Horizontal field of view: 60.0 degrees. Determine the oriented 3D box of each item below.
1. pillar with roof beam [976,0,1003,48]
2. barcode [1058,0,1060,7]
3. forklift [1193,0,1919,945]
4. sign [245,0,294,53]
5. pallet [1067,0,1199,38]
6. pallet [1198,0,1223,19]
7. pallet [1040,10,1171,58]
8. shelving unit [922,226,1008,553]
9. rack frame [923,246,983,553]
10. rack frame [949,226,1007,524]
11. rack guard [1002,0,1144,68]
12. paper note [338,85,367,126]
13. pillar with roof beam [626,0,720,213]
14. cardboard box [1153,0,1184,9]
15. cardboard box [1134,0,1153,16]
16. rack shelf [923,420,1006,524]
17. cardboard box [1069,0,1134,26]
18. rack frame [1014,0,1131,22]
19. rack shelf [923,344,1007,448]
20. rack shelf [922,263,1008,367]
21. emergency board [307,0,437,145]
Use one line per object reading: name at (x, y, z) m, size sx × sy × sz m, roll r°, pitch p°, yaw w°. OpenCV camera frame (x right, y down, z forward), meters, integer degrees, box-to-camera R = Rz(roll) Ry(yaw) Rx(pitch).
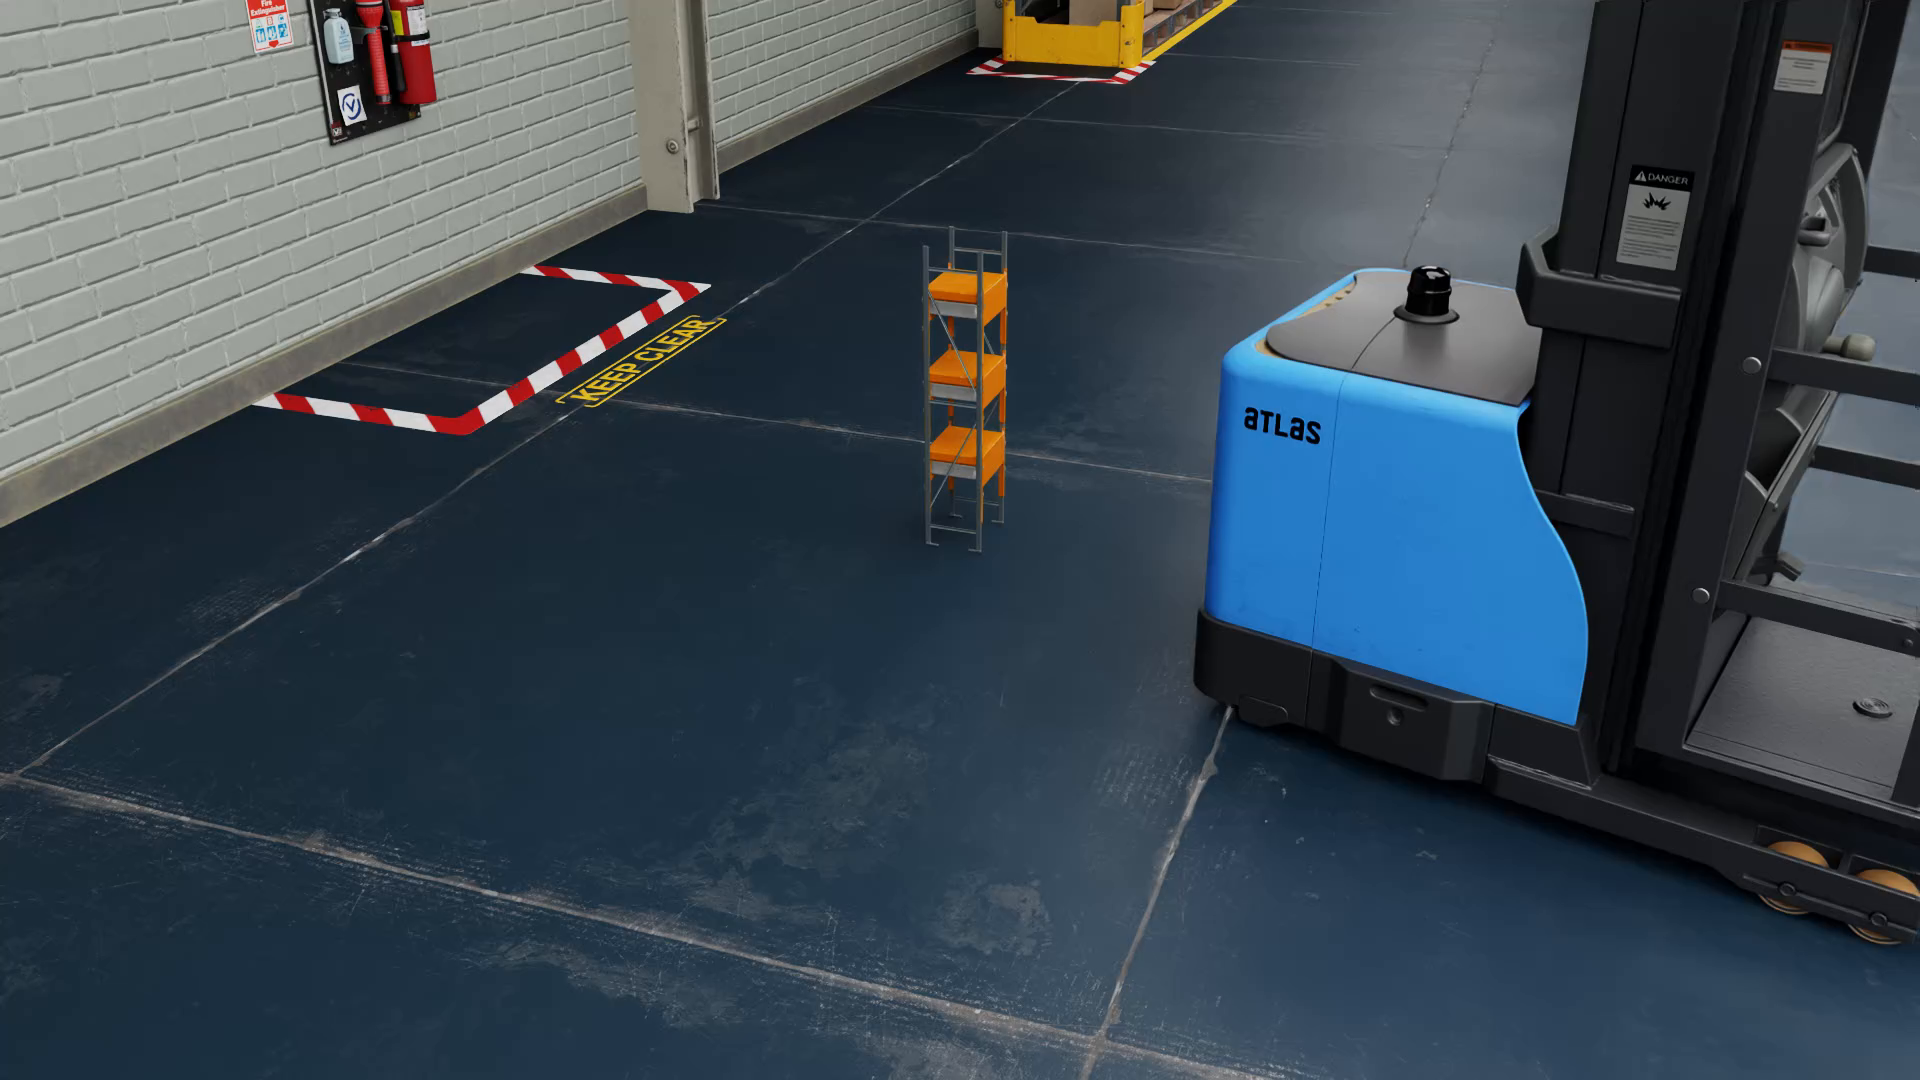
pillar with roof beam at (4.403, -7.897, 11.733) m, size 9.100 × 9.000 × 0.400 m, roll 9°, pitch 27°, yaw 17°
barcode at (0.870, -4.736, 14.661) m, size 0.001 × 0.075 × 0.075 m, roll 9°, pitch 27°, yaw 17°
forklift at (2.172, -0.654, 3.736) m, size 3.031 × 2.935 × 1.130 m, roll 17°, pitch 30°, yaw 30°
sign at (-2.793, -2.149, 6.705) m, size 0.001 × 0.329 × 0.234 m, roll 9°, pitch 27°, yaw 17°
pallet at (1.663, -5.012, 15.860) m, size 1.003 × 0.211 × 1.213 m, roll 9°, pitch 27°, yaw 17°
pallet at (2.067, -5.515, 16.899) m, size 1.003 × 0.211 × 1.213 m, roll 9°, pitch 27°, yaw 17°
pallet at (1.255, -4.513, 14.828) m, size 1.003 × 0.211 × 1.213 m, roll 9°, pitch 27°, yaw 17°
shelving unit at (0.018, -0.495, 5.567) m, size 0.215 × 1.050 × 0.252 m, roll 9°, pitch 27°, yaw 17°
rack frame at (-0.023, -0.444, 5.463) m, size 0.200 × 1.050 × 0.008 m, roll 9°, pitch 27°, yaw 17°
rack frame at (0.058, -0.545, 5.670) m, size 0.200 × 1.050 × 0.008 m, roll 9°, pitch 27°, yaw 17°
rack guard at (0.951, -4.314, 14.086) m, size 1.175 × 0.500 × 0.348 m, roll 9°, pitch 27°, yaw 17°
paper note at (-2.636, -1.886, 7.214) m, size 0.016 × 0.148 × 0.142 m, roll 9°, pitch 27°, yaw 17°
pillar with roof beam at (2.406, -5.431, 6.641) m, size 9.100 × 9.000 × 0.400 m, roll 9°, pitch 27°, yaw 17°
cardboard box at (1.722, -5.281, 15.578) m, size 0.700 × 0.500 × 0.500 m, roll 7°, pitch 27°, yaw 14°
cardboard box at (1.431, -4.901, 15.011) m, size 0.500 × 0.311 × 0.500 m, roll 11°, pitch 28°, yaw 22°
rack shelf at (0.018, -0.235, 5.692) m, size 0.215 × 0.259 × 0.240 m, roll 9°, pitch 27°, yaw 17°
cardboard box at (1.241, -4.667, 14.527) m, size 0.500 × 0.311 × 0.500 m, roll 6°, pitch 26°, yaw 12°
rack frame at (0.926, -5.408, 13.477) m, size 1.000 × 3.000 × 0.127 m, roll 9°, pitch 27°, yaw 17°
rack shelf at (0.018, -0.485, 5.571) m, size 0.215 × 0.259 × 0.240 m, roll 9°, pitch 27°, yaw 17°
rack shelf at (0.018, -0.740, 5.448) m, size 0.215 × 0.259 × 0.240 m, roll 9°, pitch 27°, yaw 17°
emergency board at (-2.512, -2.345, 7.152) m, size 0.194 × 1.169 × 0.643 m, roll 9°, pitch 27°, yaw 17°
